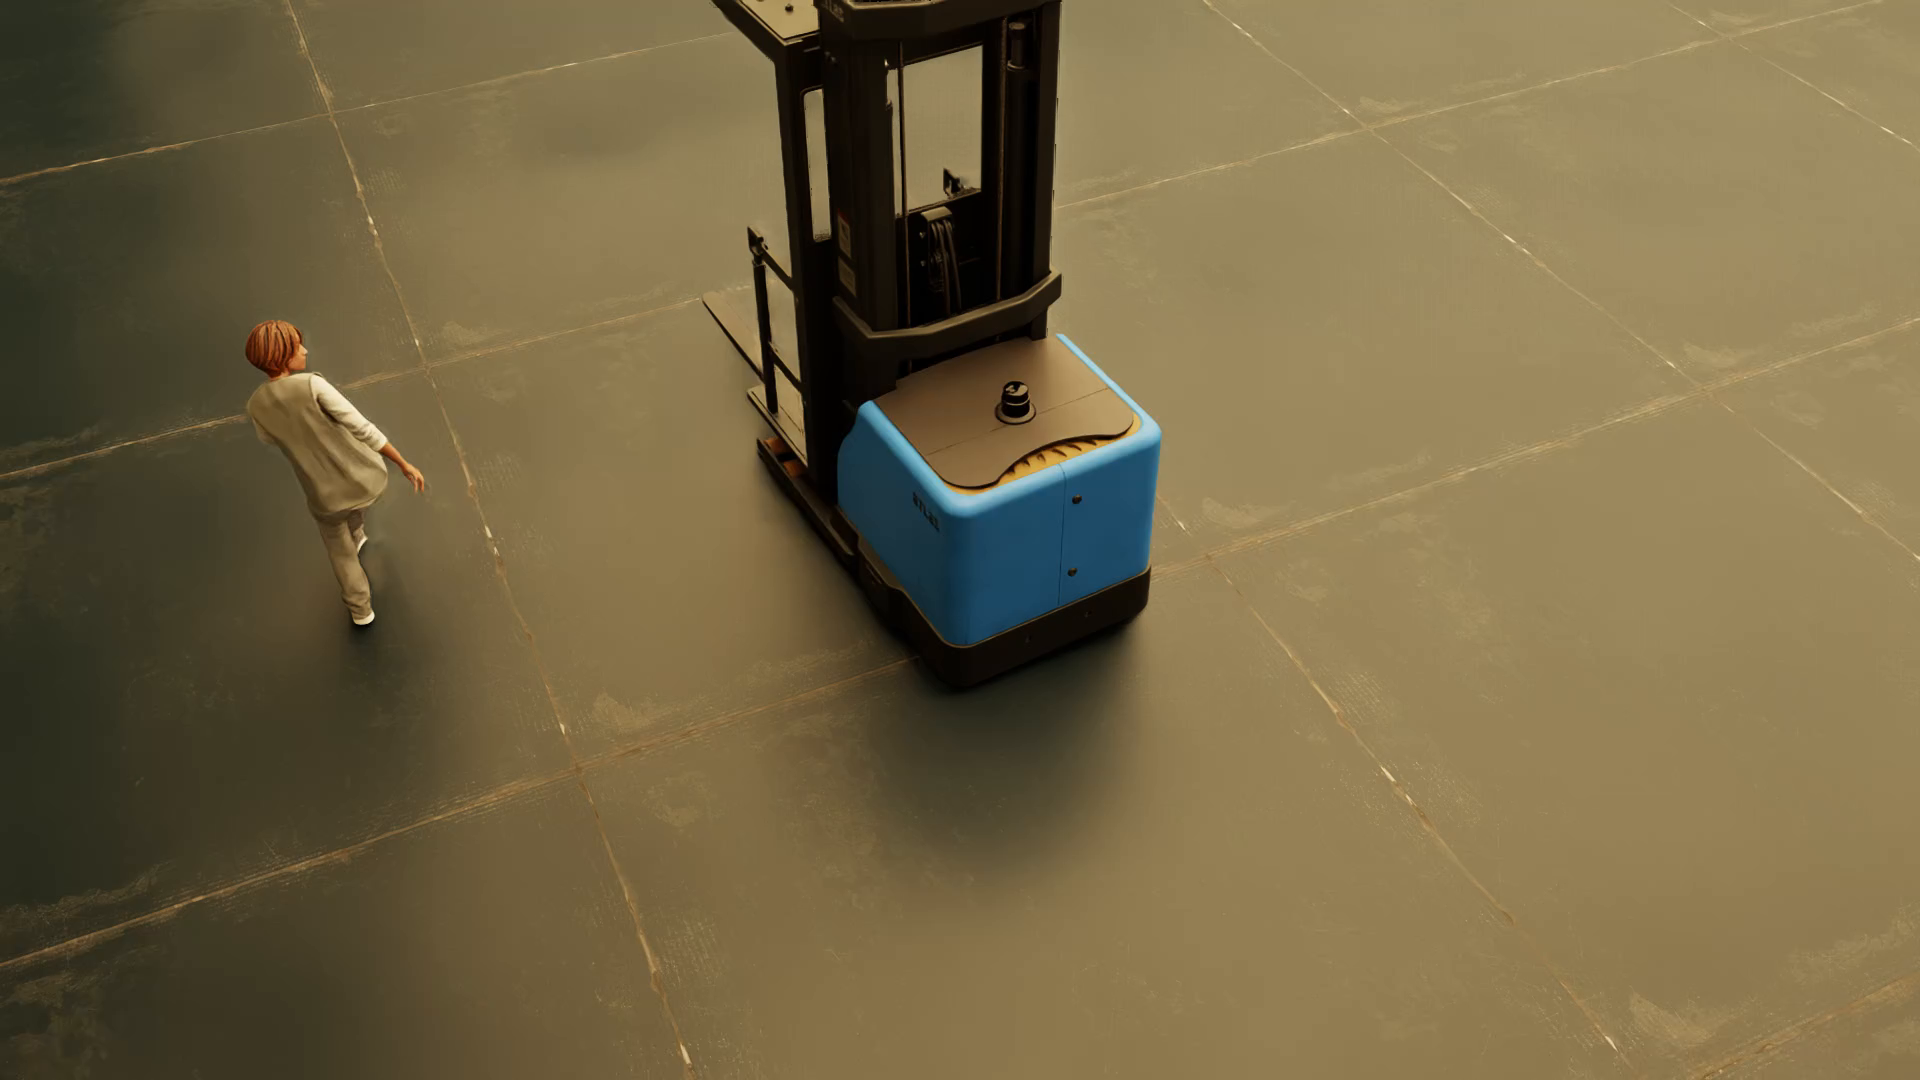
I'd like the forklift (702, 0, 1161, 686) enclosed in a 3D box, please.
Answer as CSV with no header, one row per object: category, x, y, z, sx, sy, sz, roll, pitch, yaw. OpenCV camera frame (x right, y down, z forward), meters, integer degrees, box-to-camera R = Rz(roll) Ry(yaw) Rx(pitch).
forklift,-0.336,-1.443,7.227,1.130,2.935,3.031,-22,47,-22

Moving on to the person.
person,-2.653,-0.359,7.182,0.634,1.433,0.695,-12,44,-12
